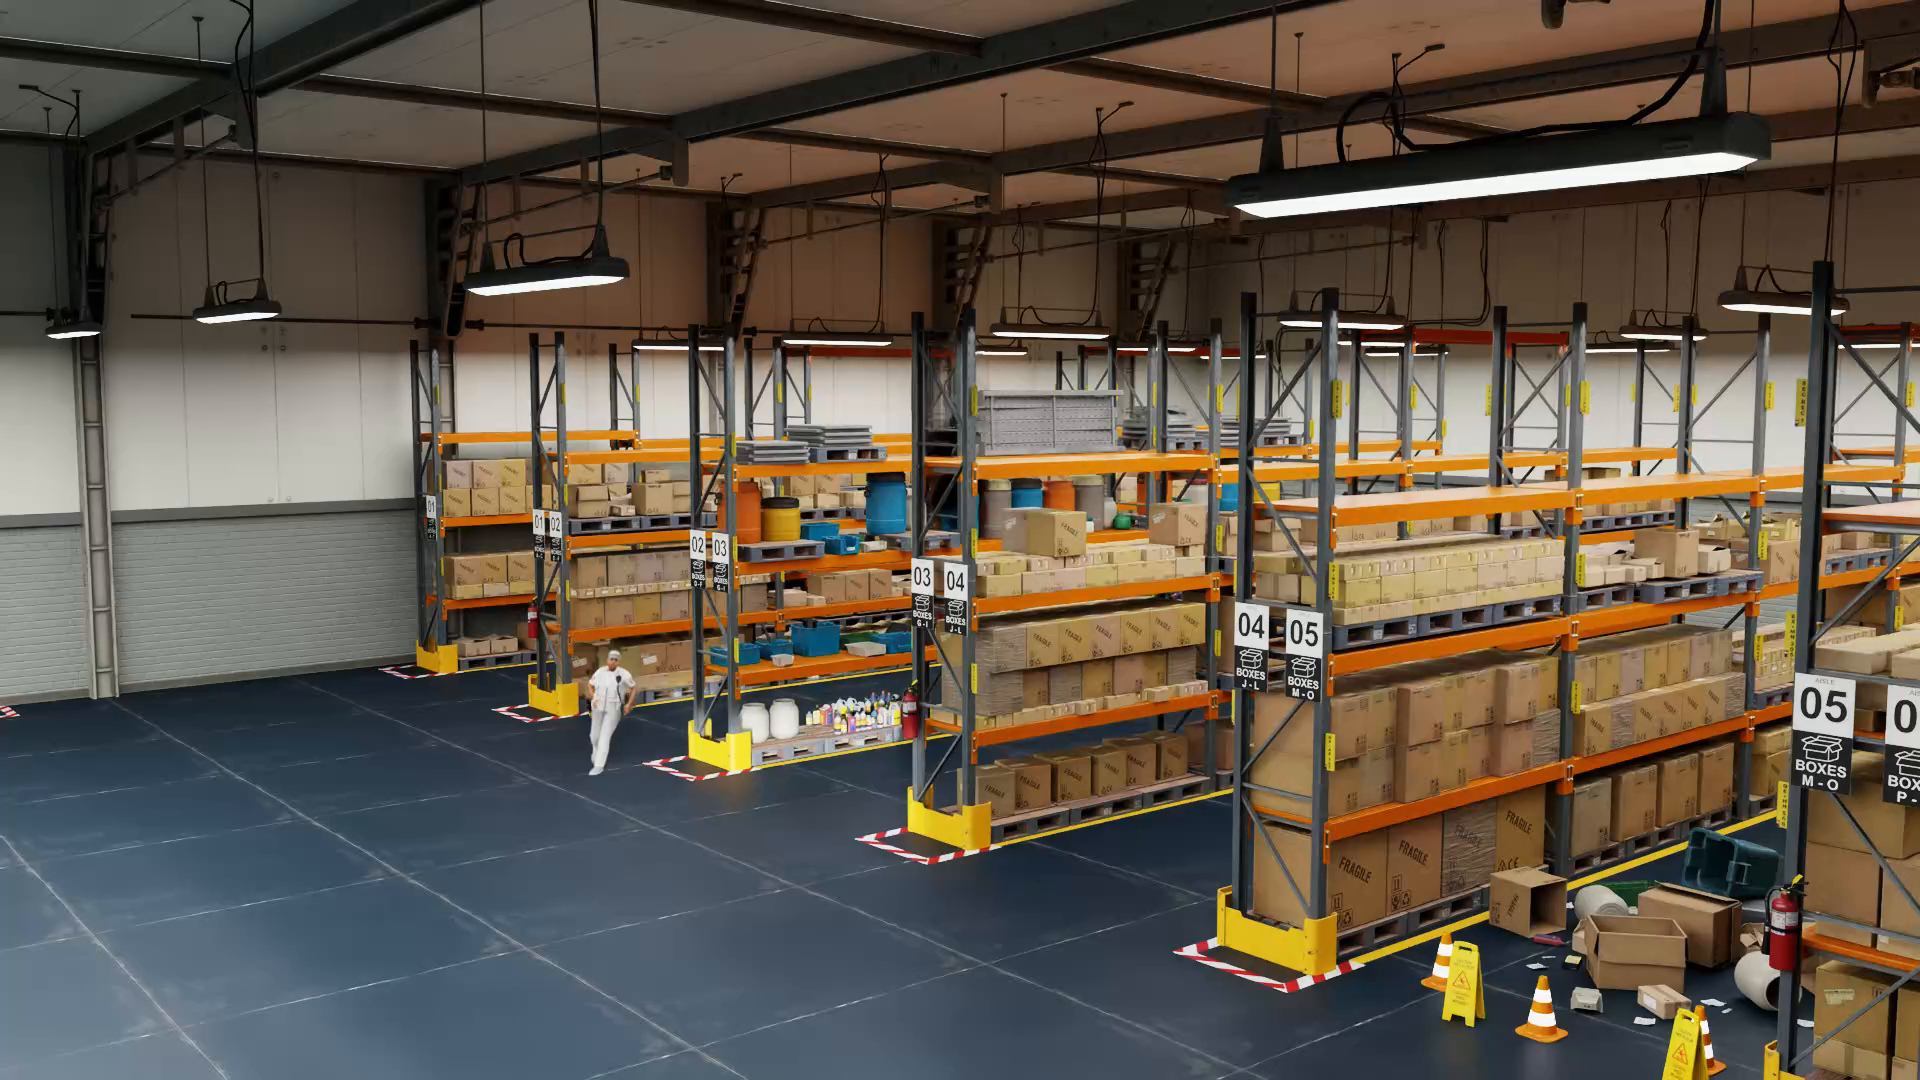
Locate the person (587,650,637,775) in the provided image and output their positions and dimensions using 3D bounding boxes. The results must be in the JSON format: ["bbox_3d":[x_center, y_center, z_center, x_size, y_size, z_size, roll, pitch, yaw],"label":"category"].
[{"bbox_3d":[-4.696,2.288,22.351,0.697,1.622,0.798,0,5,2],"label":"person"}]
